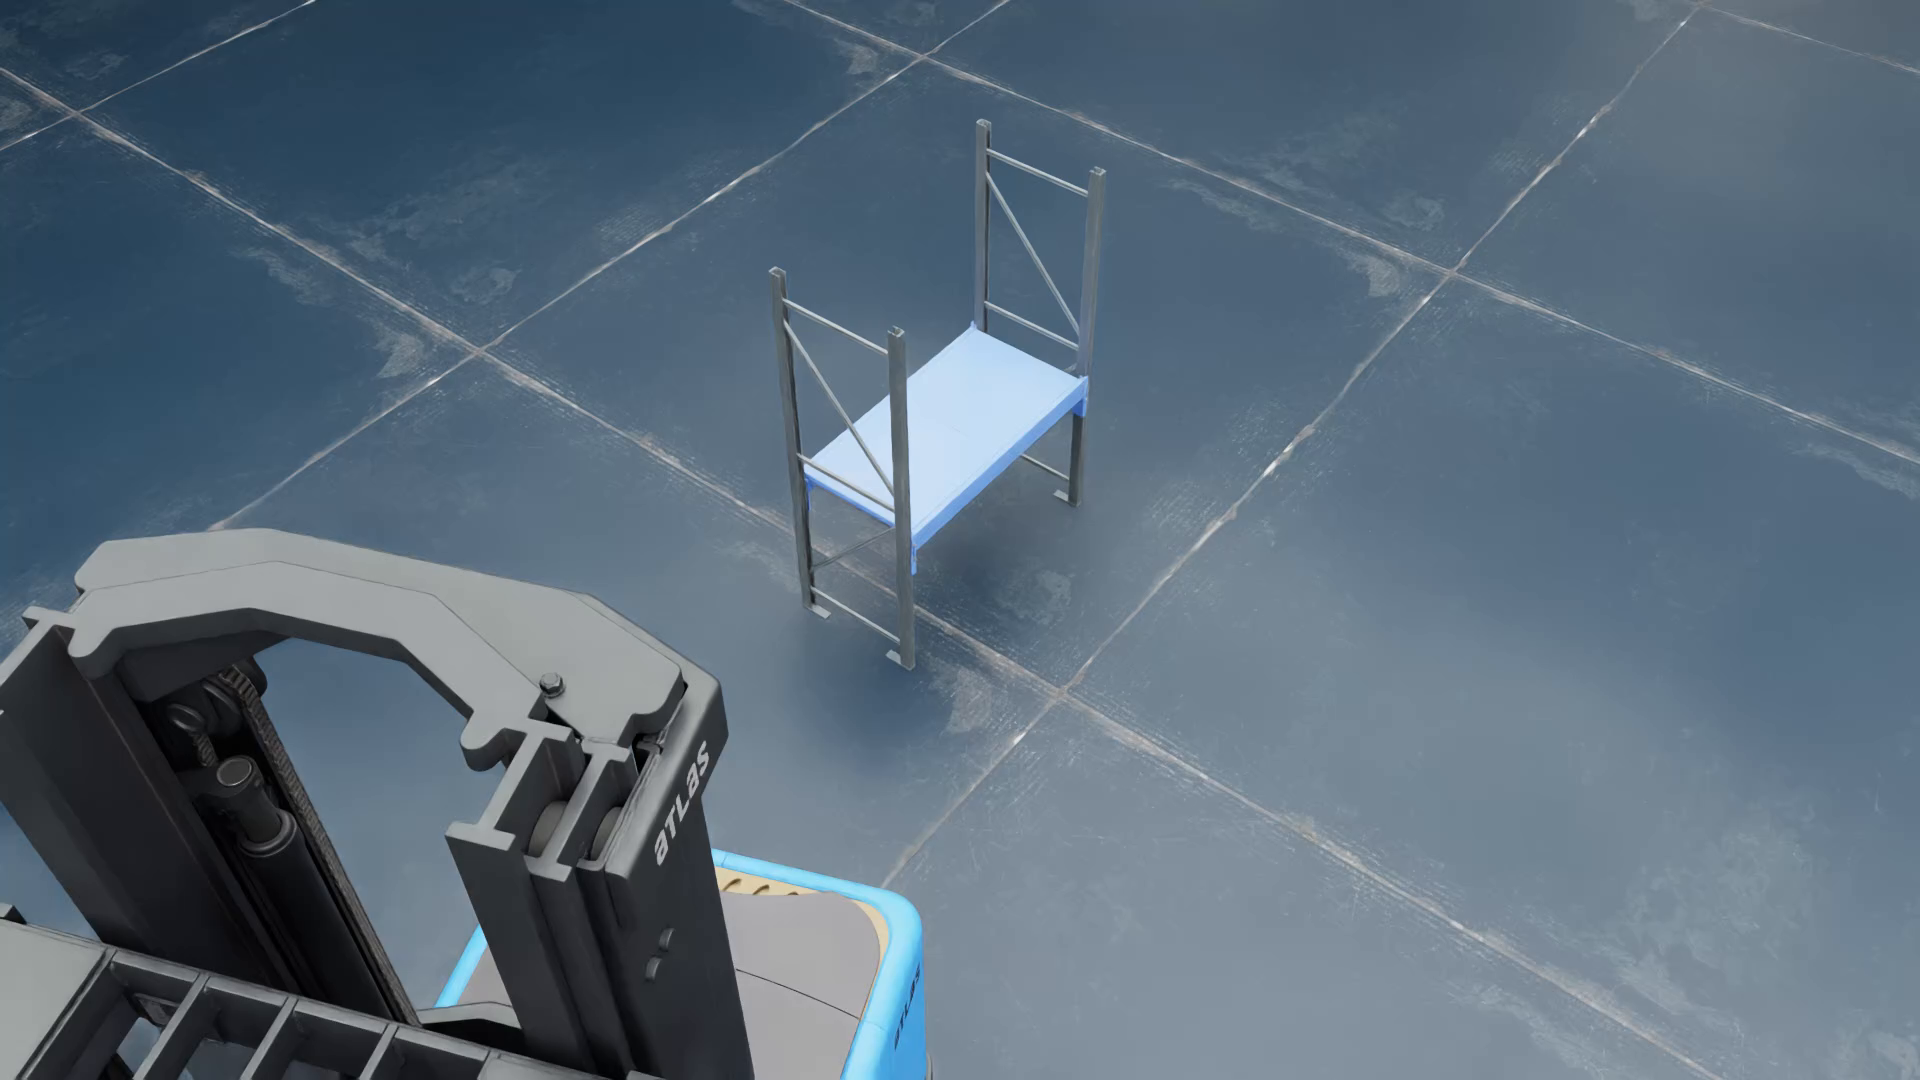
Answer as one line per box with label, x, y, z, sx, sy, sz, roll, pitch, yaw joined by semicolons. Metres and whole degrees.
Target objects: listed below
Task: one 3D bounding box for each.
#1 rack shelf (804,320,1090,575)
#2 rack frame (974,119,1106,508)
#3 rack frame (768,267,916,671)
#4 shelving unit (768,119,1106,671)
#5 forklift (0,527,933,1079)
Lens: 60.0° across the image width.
rack shelf;-0.052;-0.345;5.791;0.538;0.185;1.000;29;53;25
rack frame;0.259;-0.760;5.939;0.500;1.500;0.032;29;53;25
rack frame;-0.363;-0.178;5.383;0.500;1.500;0.032;29;53;25
shelving unit;-0.052;-0.469;5.661;0.538;1.500;1.048;29;53;25
forklift;-0.956;1.520;2.771;1.130;2.935;3.031;11;47;10
